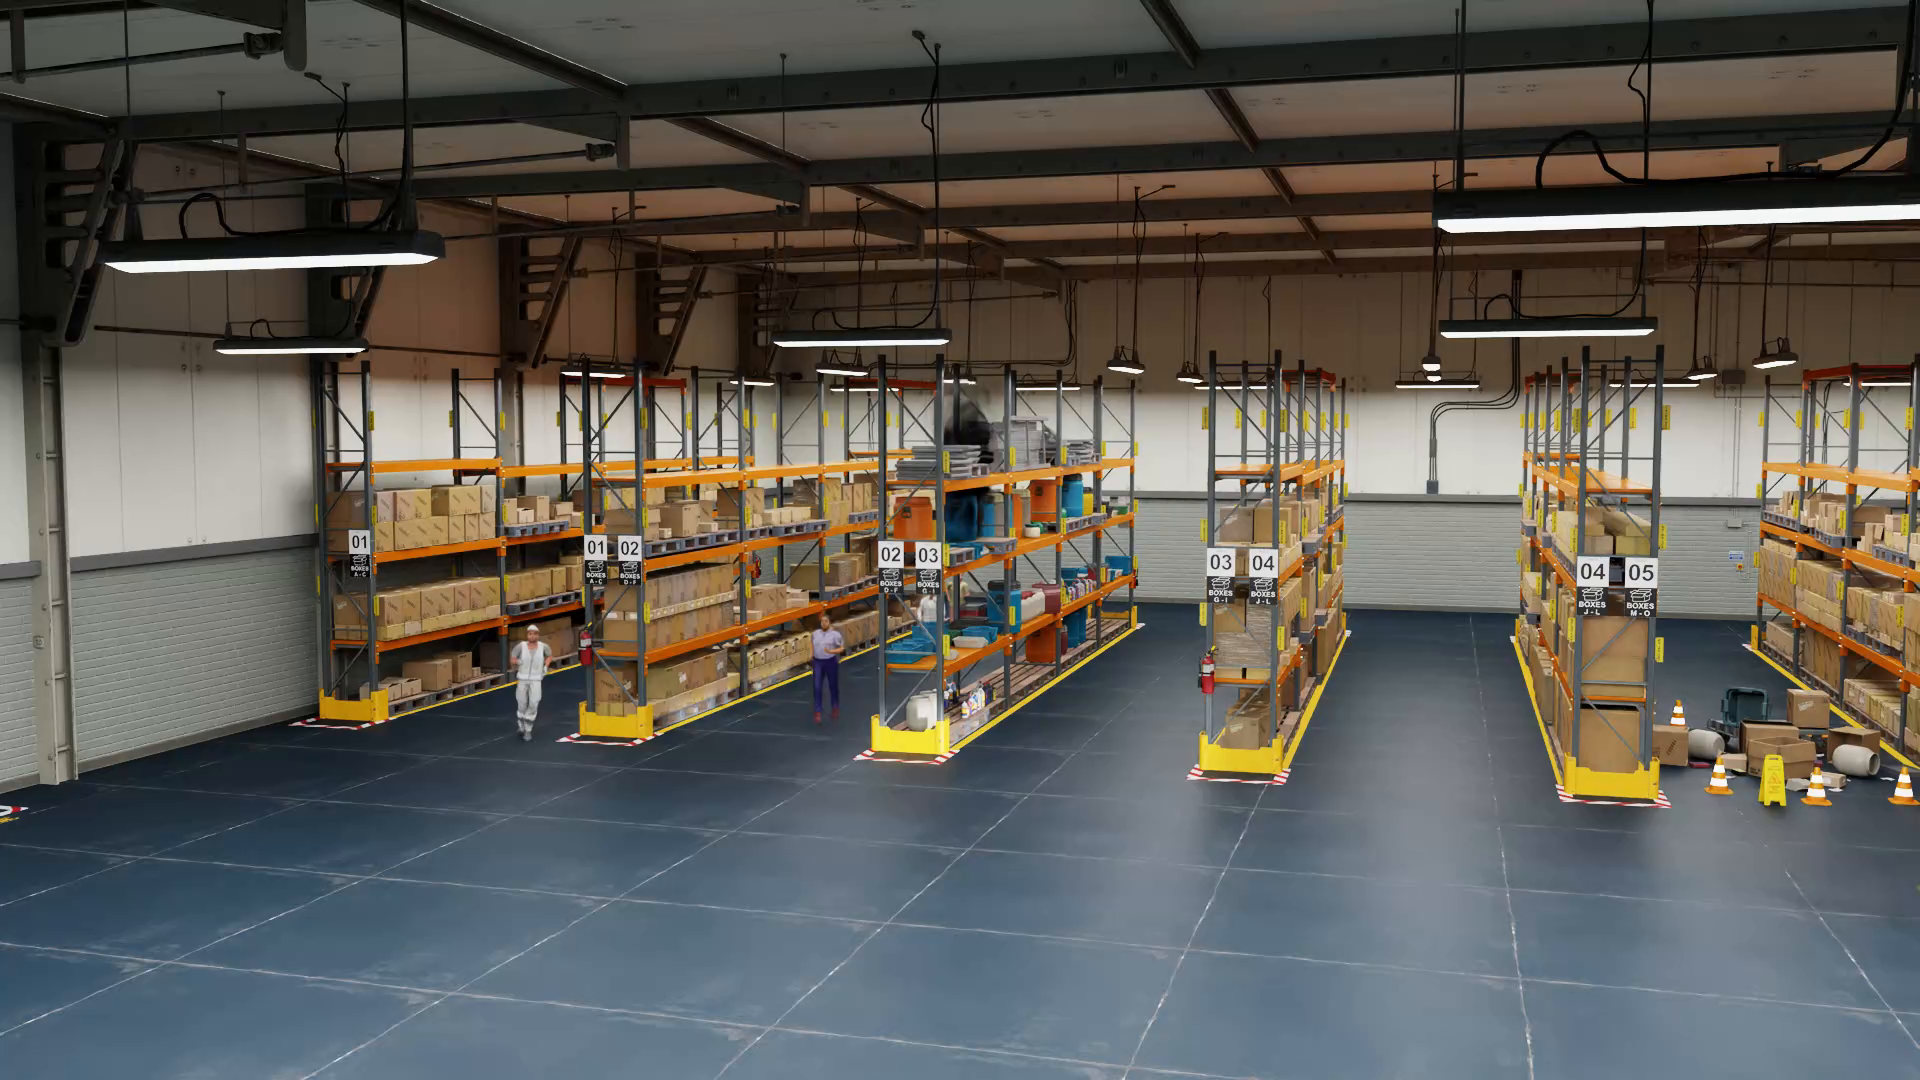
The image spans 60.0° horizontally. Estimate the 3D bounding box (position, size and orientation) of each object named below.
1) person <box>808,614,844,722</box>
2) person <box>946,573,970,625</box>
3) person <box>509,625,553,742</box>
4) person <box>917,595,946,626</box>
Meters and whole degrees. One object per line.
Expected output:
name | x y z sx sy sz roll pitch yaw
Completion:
person | -2.121 2.017 26.187 0.617 1.691 0.870 1 4 8
person | -0.052 1.516 37.052 0.566 1.720 0.849 0 4 4
person | -6.768 2.251 26.238 0.651 1.839 0.750 -1 4 -11
person | -0.581 1.723 34.532 0.607 1.648 0.591 1 4 7
